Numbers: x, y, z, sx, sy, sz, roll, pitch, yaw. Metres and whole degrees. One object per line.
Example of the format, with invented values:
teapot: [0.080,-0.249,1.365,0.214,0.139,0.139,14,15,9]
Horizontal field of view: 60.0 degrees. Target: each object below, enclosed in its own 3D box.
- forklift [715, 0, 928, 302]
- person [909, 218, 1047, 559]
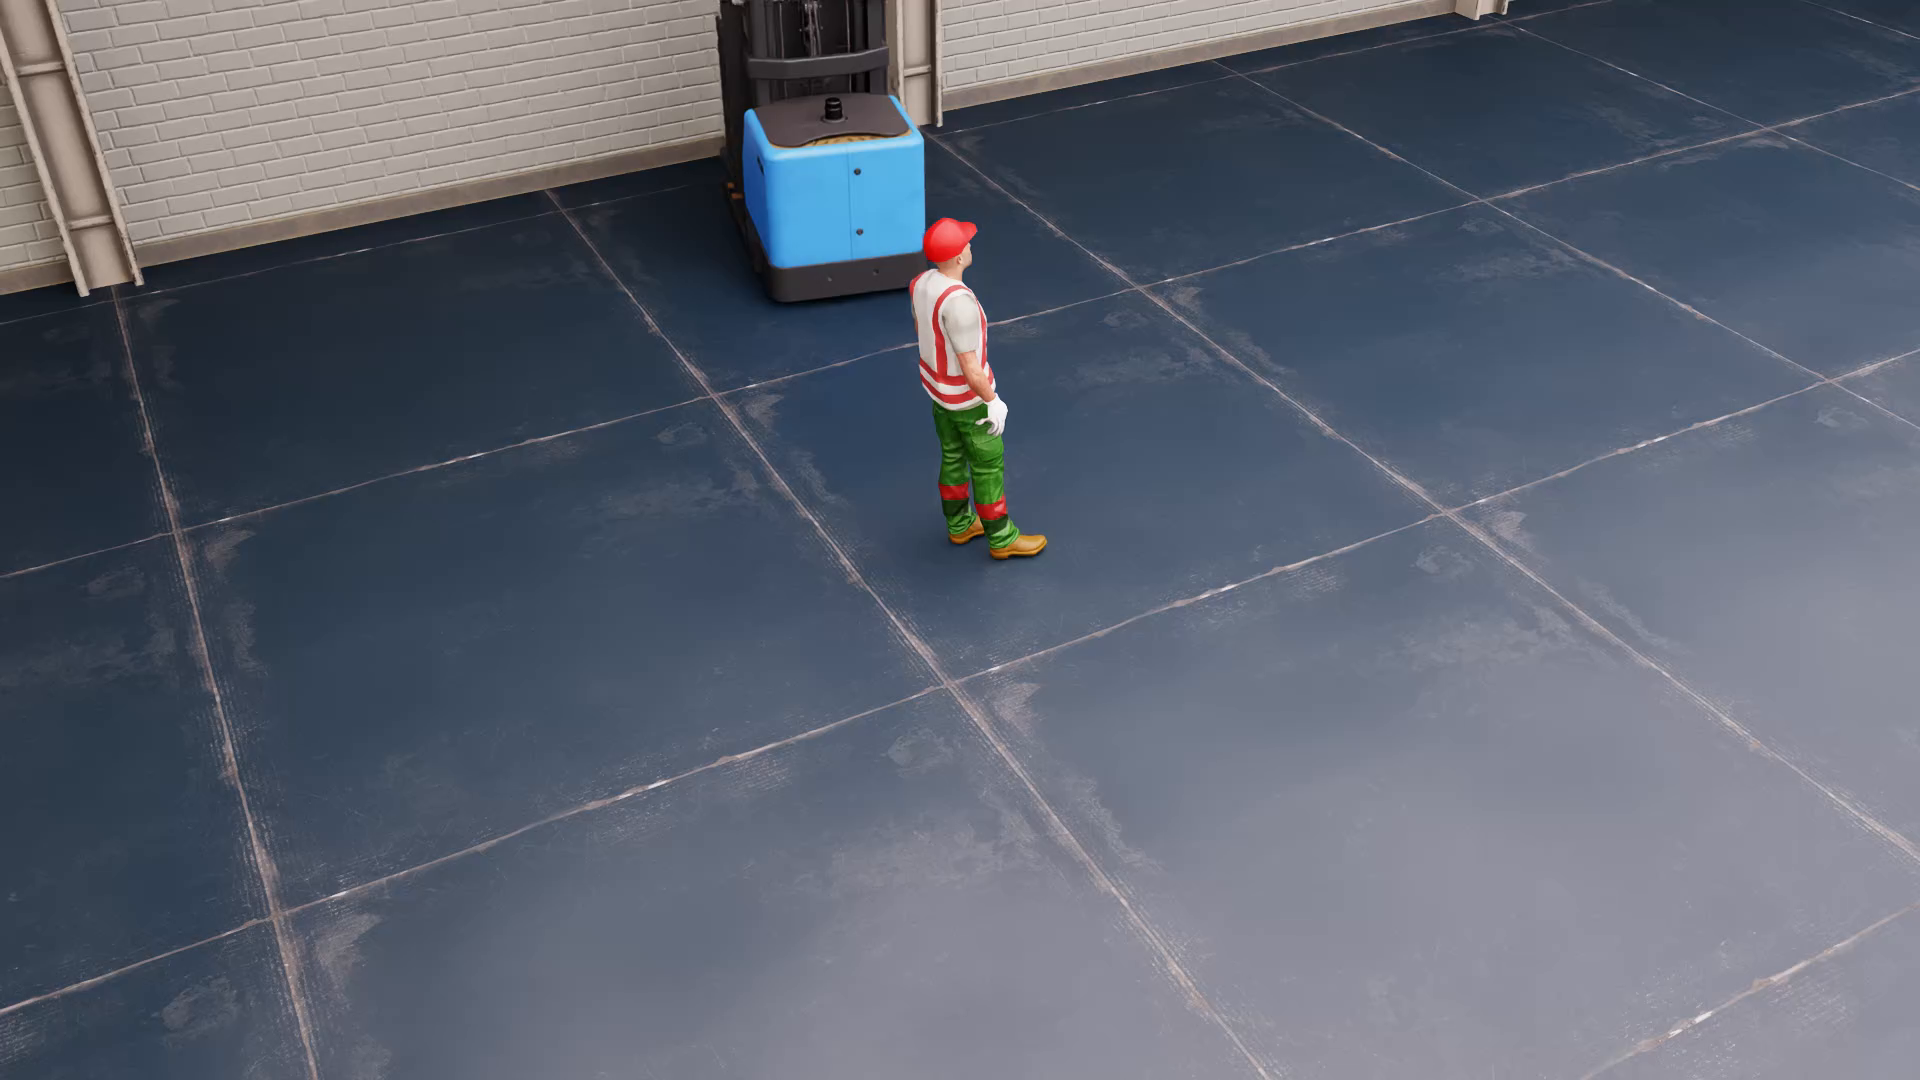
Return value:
forklift: [-1.098,-3.576,11.182,1.130,2.935,3.031,-9,36,-13]
person: [0.077,-0.752,8.164,0.562,1.790,0.637,-17,39,-23]
